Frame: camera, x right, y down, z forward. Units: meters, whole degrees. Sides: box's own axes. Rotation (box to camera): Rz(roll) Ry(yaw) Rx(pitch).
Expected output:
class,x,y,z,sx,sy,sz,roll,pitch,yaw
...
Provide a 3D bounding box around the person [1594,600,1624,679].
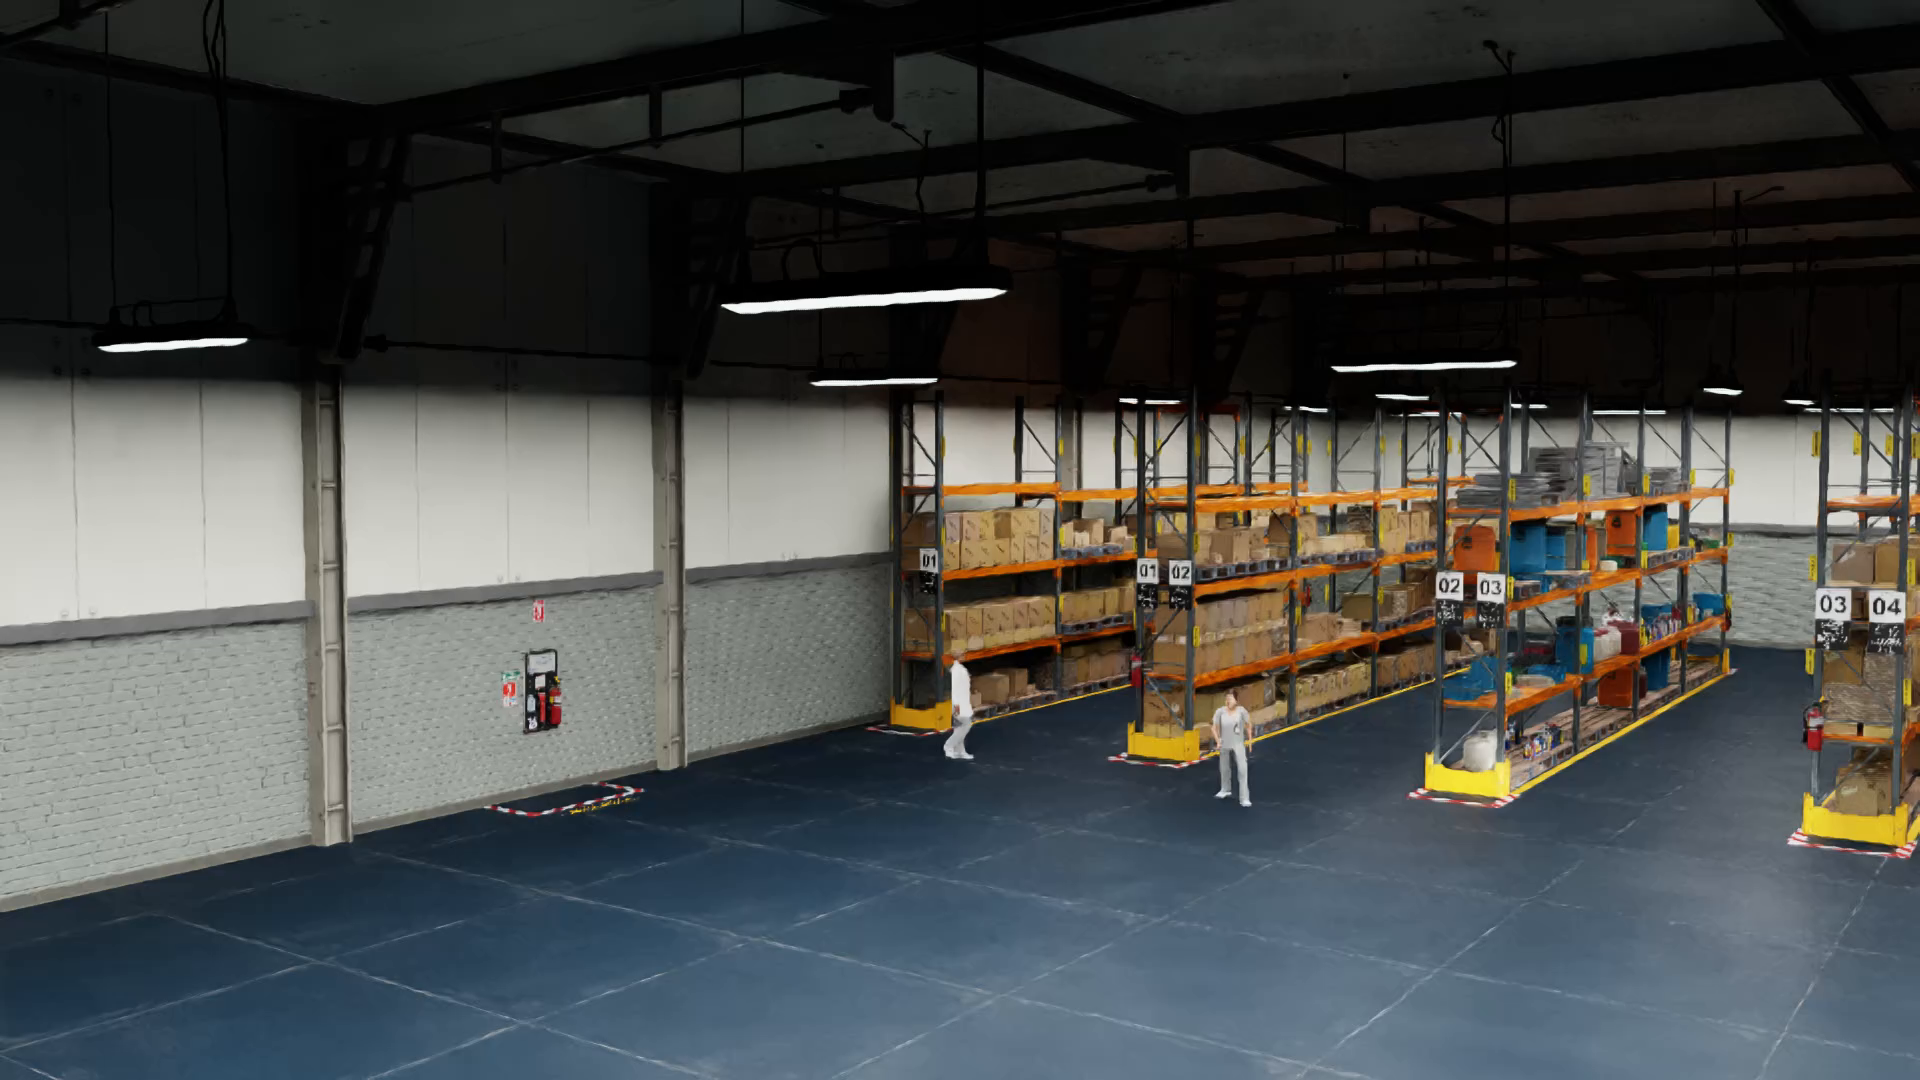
class,x,y,z,sx,sy,sz,roll,pitch,yaw
person,13.936,2.132,35.550,0.533,1.707,1.040,3,4,44

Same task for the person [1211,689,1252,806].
class,x,y,z,sx,sy,sz,roll,pitch,yaw
person,3.845,2.874,23.341,0.609,1.601,0.813,1,3,18

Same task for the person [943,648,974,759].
class,x,y,z,sx,sy,sz,roll,pitch,yaw
person,-0.016,2.615,26.579,0.515,1.777,0.619,0,3,5
